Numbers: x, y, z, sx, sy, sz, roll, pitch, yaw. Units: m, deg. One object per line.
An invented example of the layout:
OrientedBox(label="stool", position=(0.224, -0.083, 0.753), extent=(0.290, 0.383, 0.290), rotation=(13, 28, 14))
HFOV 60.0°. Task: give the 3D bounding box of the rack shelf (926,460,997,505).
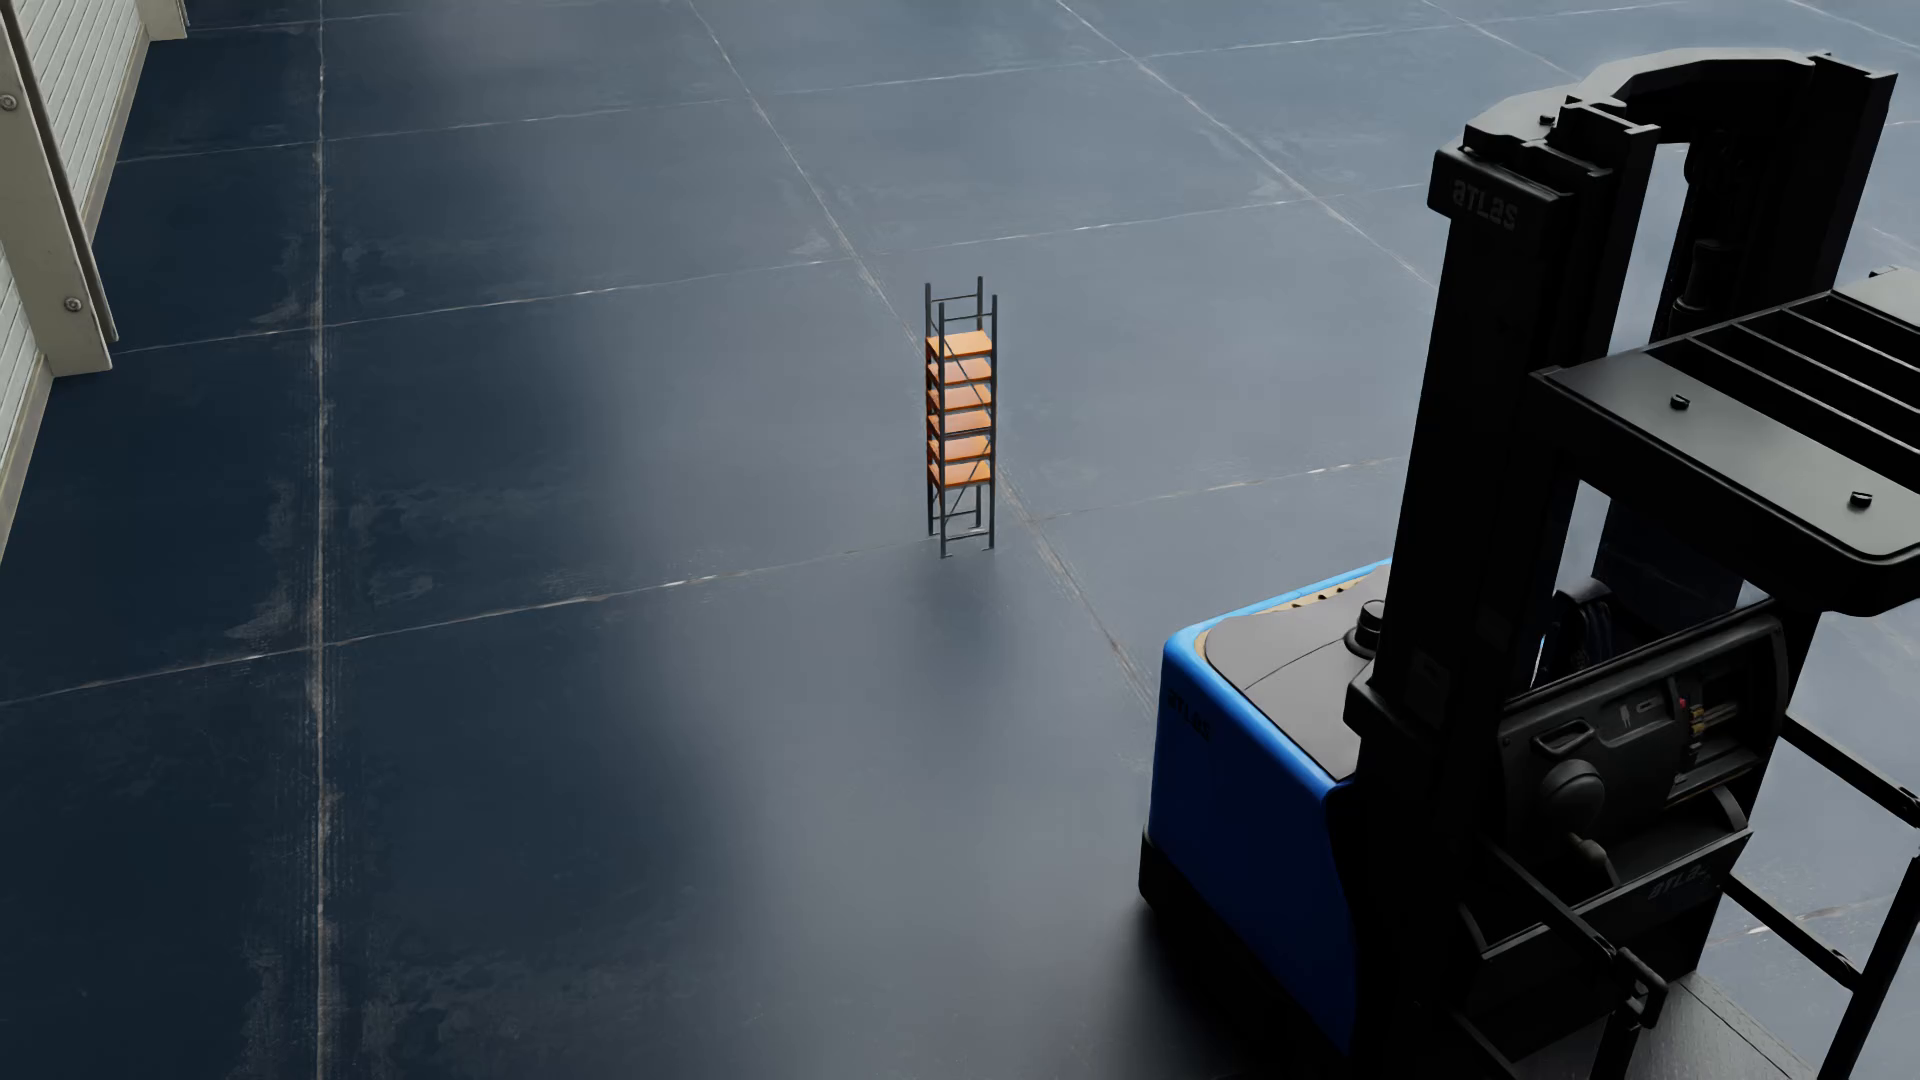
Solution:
OrientedBox(label="rack shelf", position=(0.004, -0.256, 7.065), extent=(0.258, 0.103, 0.180), rotation=(-10, 35, -15))

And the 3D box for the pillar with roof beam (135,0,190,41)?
OrientedBox(label="pillar with roof beam", position=(-2.316, -8.585, 12.079), extent=(9.100, 9.000, 0.400), rotation=(-10, 35, -15))

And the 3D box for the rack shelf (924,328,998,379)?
OrientedBox(label="rack shelf", position=(0.004, -0.756, 6.734), extent=(0.258, 0.103, 0.180), rotation=(-10, 35, -15))

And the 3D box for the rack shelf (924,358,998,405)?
OrientedBox(label="rack shelf", position=(0.004, -0.656, 6.800), extent=(0.258, 0.103, 0.180), rotation=(-10, 35, -15))

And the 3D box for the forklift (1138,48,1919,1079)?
OrientedBox(label="forklift", position=(1.723, 0.539, 3.776), extent=(1.130, 2.935, 3.031), rotation=(-17, 37, -23))

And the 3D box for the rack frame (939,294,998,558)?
OrientedBox(label="rack frame", position=(0.032, -0.445, 6.835), extent=(0.240, 1.200, 0.006), rotation=(-10, 35, -15))

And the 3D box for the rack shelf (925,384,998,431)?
OrientedBox(label="rack shelf", position=(0.004, -0.556, 6.866), extent=(0.258, 0.103, 0.180), rotation=(-10, 35, -15))

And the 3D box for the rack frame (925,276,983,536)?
OrientedBox(label="rack frame", position=(-0.023, -0.541, 6.980), extent=(0.240, 1.200, 0.006), rotation=(-10, 35, -15))

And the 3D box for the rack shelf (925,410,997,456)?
OrientedBox(label="rack shelf", position=(0.004, -0.456, 6.932), extent=(0.258, 0.103, 0.180), rotation=(-10, 35, -15))

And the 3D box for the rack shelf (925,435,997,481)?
OrientedBox(label="rack shelf", position=(0.004, -0.356, 6.998), extent=(0.258, 0.103, 0.180), rotation=(-10, 35, -15))

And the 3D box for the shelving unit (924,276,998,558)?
OrientedBox(label="shelving unit", position=(0.004, -0.493, 6.908), extent=(0.258, 1.200, 0.189), rotation=(-10, 35, -15))

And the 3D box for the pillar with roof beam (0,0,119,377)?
OrientedBox(label="pillar with roof beam", position=(-0.486, -5.435, 7.312), extent=(9.100, 9.000, 0.400), rotation=(-10, 35, -15))
